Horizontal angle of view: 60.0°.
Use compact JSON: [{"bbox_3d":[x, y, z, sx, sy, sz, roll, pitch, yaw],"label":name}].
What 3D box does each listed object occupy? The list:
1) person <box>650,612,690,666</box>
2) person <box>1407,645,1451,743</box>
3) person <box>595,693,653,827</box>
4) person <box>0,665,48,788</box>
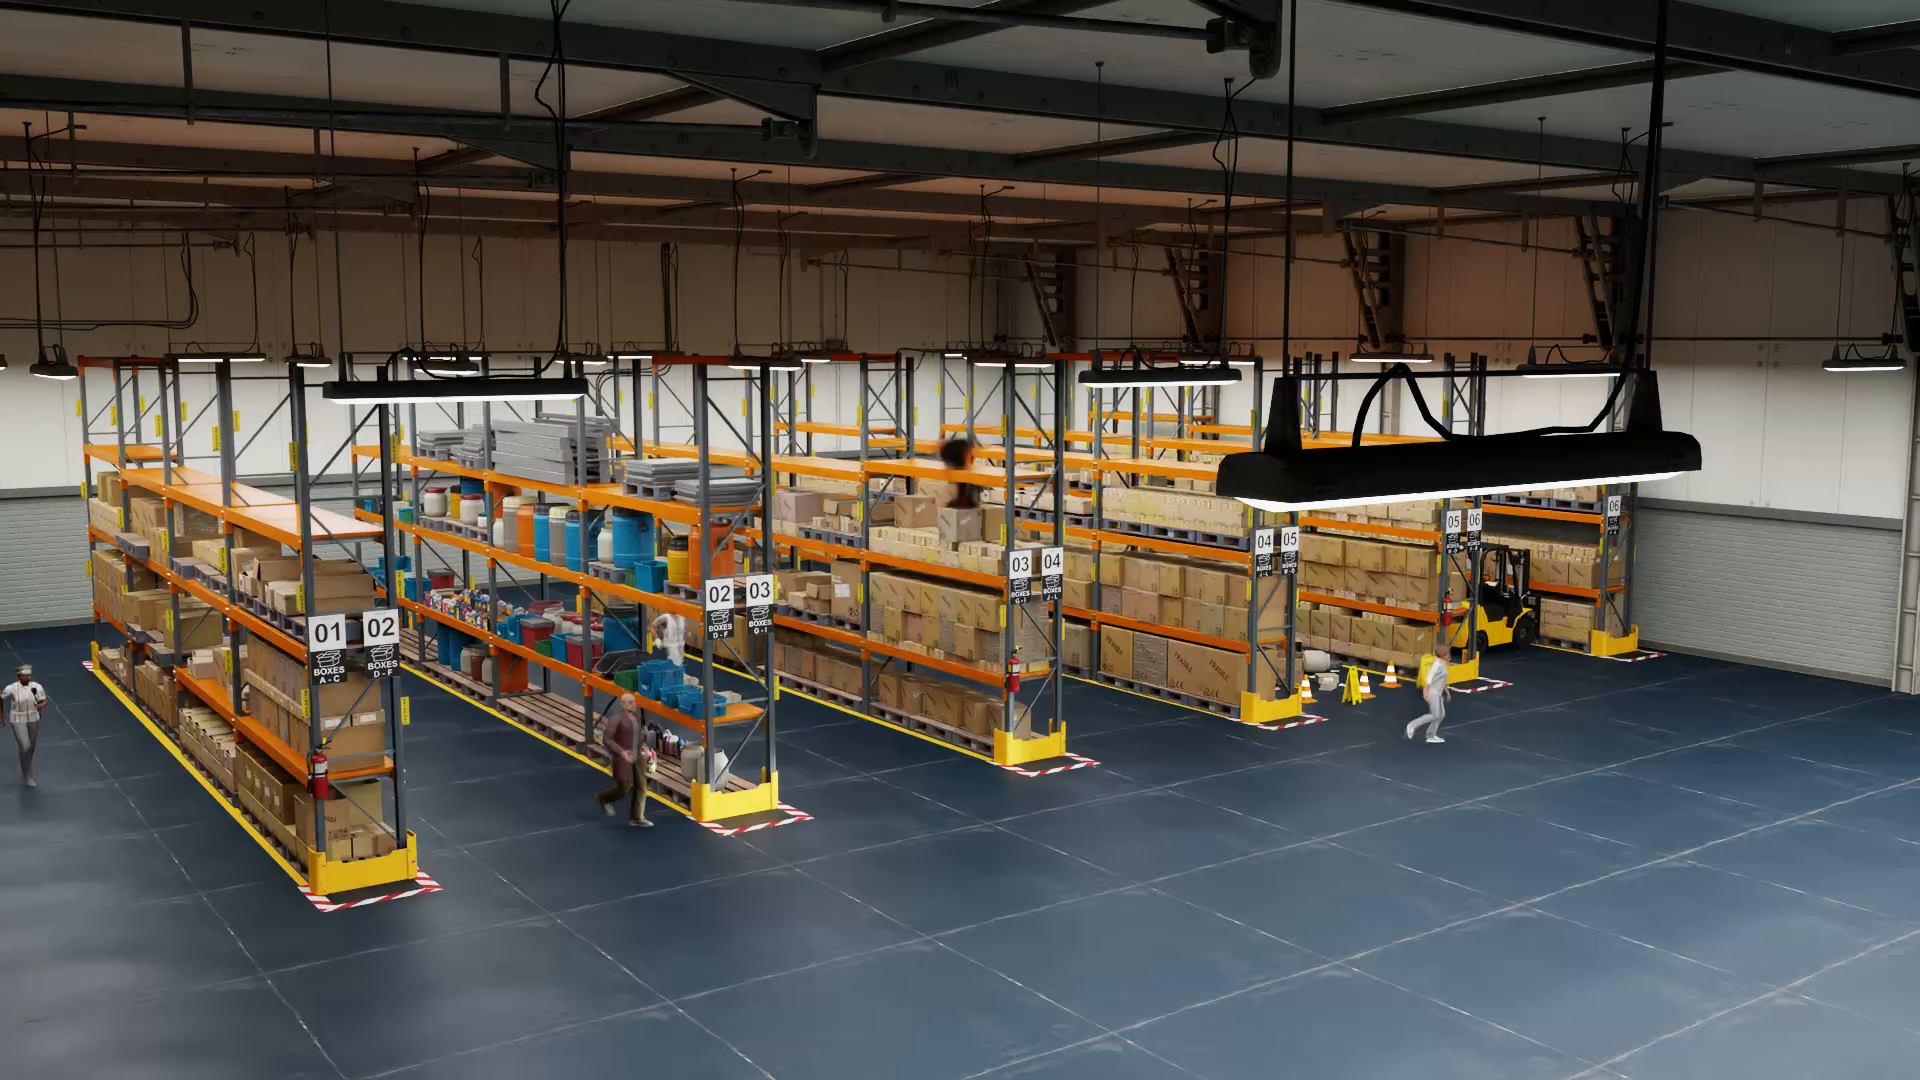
[{"bbox_3d":[-5.013,1.902,29.243,0.697,1.780,0.639,6,9,40],"label":"person"},{"bbox_3d":[7.365,2.407,26.098,0.623,1.543,0.587,3,7,22],"label":"person"},{"bbox_3d":[-4.378,2.848,21.636,0.934,1.749,0.729,5,8,34],"label":"person"},{"bbox_3d":[-13.319,2.627,23.696,0.848,1.749,0.555,6,9,42],"label":"person"}]
